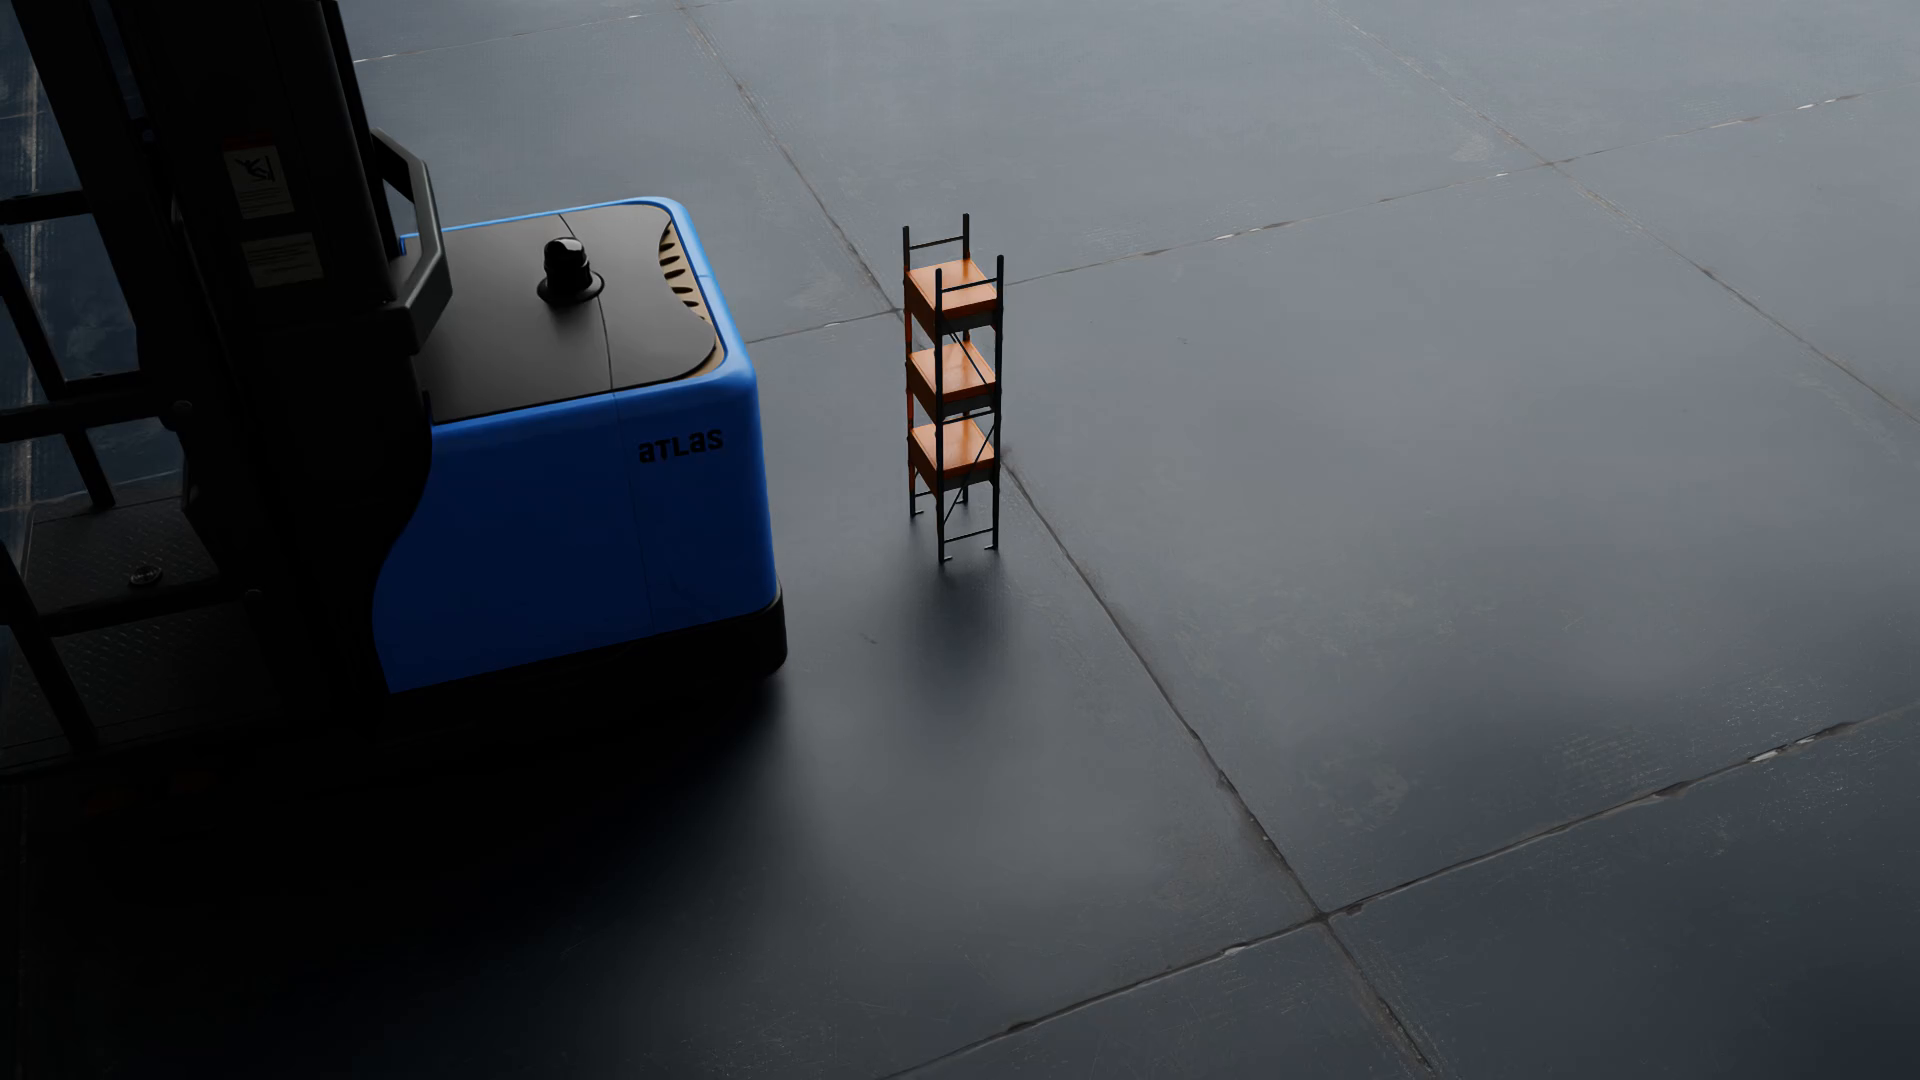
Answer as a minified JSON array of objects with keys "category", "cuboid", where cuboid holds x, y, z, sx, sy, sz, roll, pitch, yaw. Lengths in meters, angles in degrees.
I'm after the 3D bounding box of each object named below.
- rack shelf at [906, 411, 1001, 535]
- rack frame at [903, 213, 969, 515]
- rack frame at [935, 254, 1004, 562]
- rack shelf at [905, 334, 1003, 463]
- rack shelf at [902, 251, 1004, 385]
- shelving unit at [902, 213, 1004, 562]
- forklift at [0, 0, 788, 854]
[{"category":"rack shelf","cuboid":[-0.020,-0.212,5.133,0.215,0.259,0.240,-15,43,-17]},{"category":"rack frame","cuboid":[-0.067,-0.504,5.031,0.200,1.050,0.008,-15,43,-17]},{"category":"rack frame","cuboid":[0.026,-0.357,4.860,0.200,1.050,0.008,-15,43,-17]},{"category":"rack shelf","cuboid":[-0.020,-0.422,4.952,0.215,0.259,0.240,-15,43,-17]},{"category":"rack shelf","cuboid":[-0.020,-0.637,4.767,0.215,0.259,0.240,-15,43,-17]},{"category":"shelving unit","cuboid":[-0.020,-0.430,4.945,0.215,1.050,0.252,-15,43,-17]},{"category":"forklift","cuboid":[-2.069,-0.697,3.812,3.031,2.935,1.130,-12,42,-14]}]
